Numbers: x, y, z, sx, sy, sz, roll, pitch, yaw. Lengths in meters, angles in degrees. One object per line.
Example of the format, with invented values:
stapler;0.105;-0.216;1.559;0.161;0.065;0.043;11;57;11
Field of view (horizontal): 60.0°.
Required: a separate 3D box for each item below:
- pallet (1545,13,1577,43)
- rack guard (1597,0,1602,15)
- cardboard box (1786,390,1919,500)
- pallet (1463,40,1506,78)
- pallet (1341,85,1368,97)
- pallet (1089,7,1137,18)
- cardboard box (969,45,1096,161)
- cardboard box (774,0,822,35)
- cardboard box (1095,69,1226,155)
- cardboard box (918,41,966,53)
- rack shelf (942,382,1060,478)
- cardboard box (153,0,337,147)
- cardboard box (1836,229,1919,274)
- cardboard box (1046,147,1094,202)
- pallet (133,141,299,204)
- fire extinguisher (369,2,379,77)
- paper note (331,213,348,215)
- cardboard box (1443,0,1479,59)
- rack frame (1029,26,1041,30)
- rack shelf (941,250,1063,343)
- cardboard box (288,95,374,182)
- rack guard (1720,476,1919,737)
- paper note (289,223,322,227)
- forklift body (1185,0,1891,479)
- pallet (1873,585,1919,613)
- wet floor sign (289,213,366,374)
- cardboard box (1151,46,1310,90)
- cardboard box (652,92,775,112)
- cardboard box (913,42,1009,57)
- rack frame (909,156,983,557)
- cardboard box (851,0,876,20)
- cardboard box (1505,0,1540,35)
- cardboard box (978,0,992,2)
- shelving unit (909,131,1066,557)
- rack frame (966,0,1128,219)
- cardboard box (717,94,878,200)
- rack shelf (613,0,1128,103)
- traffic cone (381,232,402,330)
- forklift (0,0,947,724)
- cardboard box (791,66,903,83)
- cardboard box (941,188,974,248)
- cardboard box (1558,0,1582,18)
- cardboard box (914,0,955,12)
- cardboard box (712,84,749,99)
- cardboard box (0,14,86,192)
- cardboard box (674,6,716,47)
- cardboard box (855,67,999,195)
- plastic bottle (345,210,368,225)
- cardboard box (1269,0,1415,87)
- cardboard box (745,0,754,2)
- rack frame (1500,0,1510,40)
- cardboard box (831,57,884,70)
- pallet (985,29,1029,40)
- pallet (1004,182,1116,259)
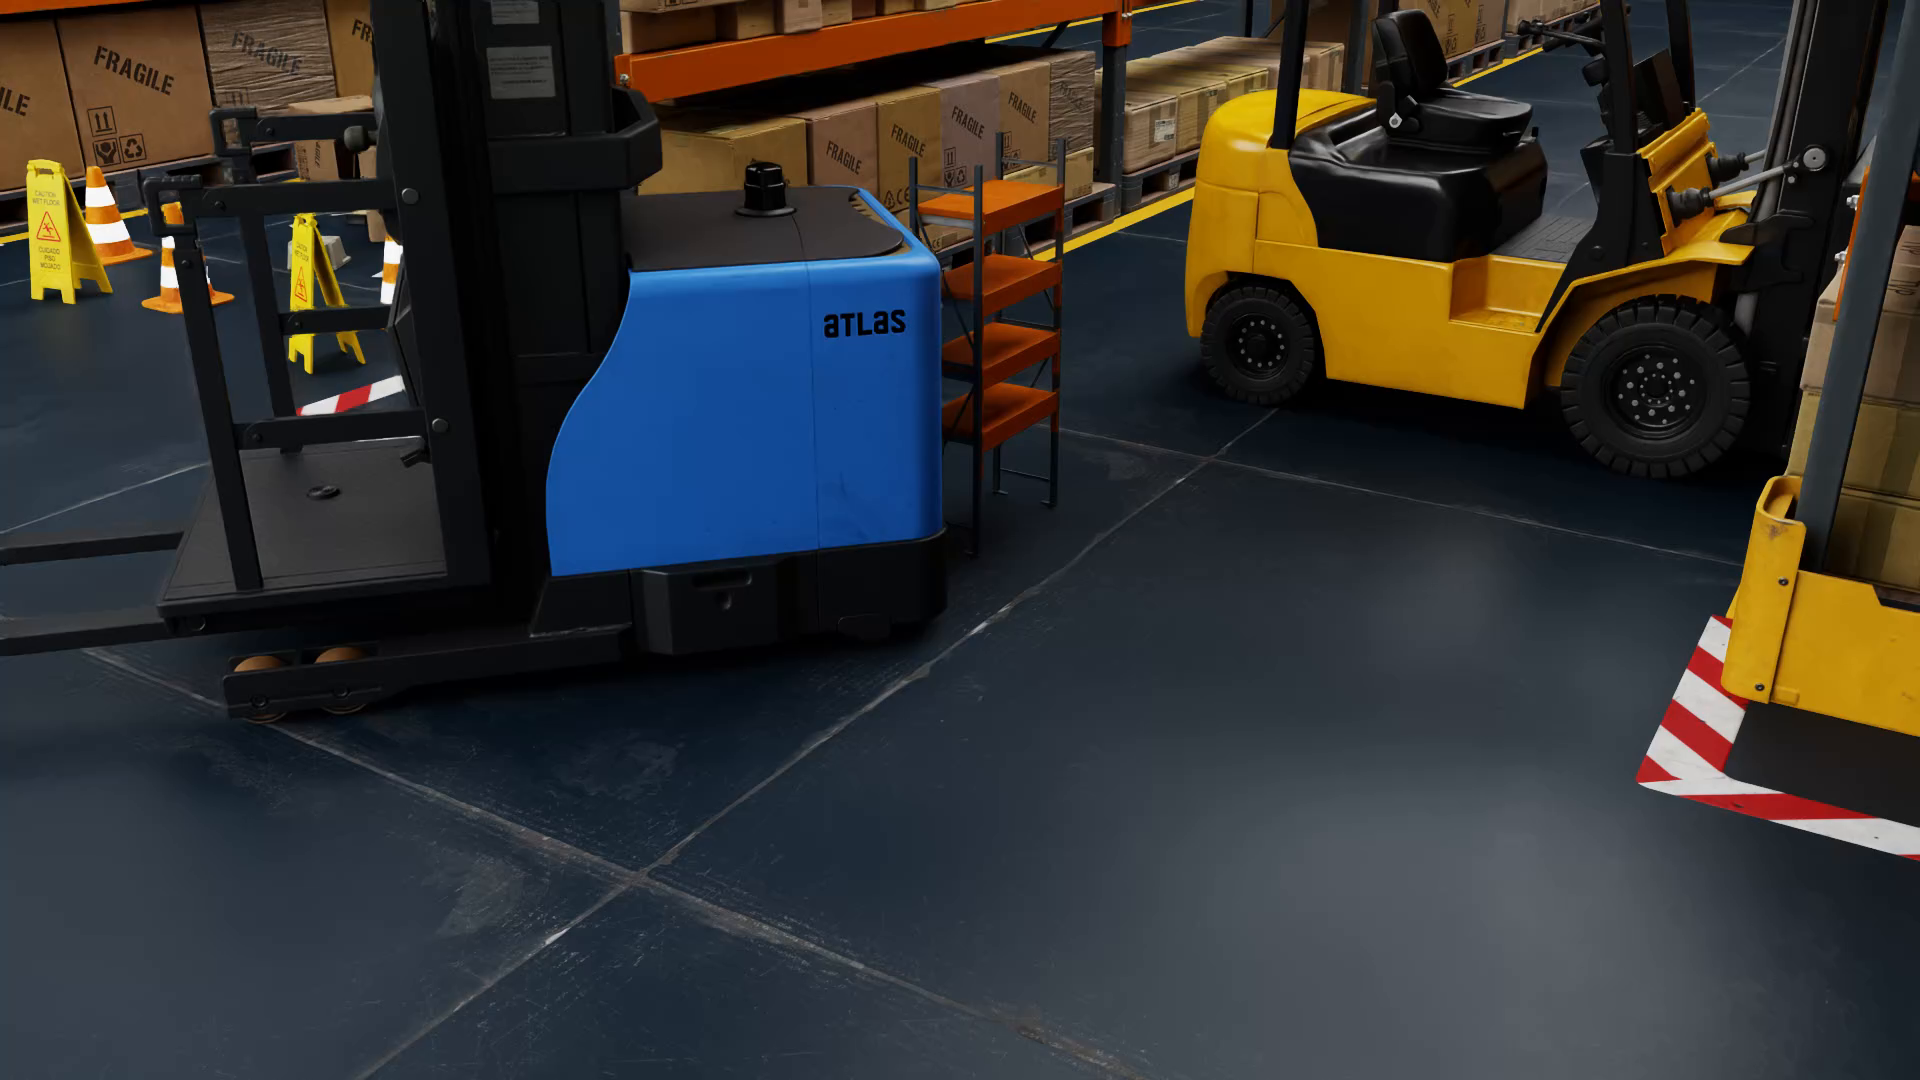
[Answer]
pallet;5.795;-5.388;17.431;1.003;0.211;1.213;14;27;29
rack guard;6.807;-6.225;19.001;1.175;0.500;0.348;14;27;29
cardboard box;2.565;-0.315;4.506;0.500;0.250;0.500;13;27;28
pallet;4.342;-4.458;15.283;1.003;0.211;1.213;14;27;29
pallet;3.055;-3.635;13.381;1.003;0.211;1.213;14;27;29
pallet;1.393;-6.385;19.734;1.003;0.211;1.213;14;27;29
cardboard box;0.381;-2.333;8.853;0.500;0.500;0.500;13;27;28
cardboard box;-0.787;-2.157;6.773;0.380;0.149;0.250;14;27;30
cardboard box;1.116;-2.722;10.541;0.950;0.372;0.625;16;28;32
cardboard box;-0.193;-2.715;8.917;0.380;0.149;0.250;14;27;30
rack shelf;0.087;-0.363;5.246;0.258;0.148;0.480;14;27;29
cardboard box;-4.657;-3.032;10.625;0.875;0.875;0.875;14;27;29
cardboard box;2.816;-0.709;4.787;0.500;0.250;0.500;14;27;30
cardboard box;0.381;-1.989;9.002;0.500;0.250;0.500;15;28;31
pallet;-4.904;-2.384;10.491;1.003;0.211;1.213;14;27;29
fire extinguisher;-2.097;-1.987;6.161;0.296;0.674;0.183;14;27;29
paper note;-3.556;-1.877;9.574;0.123;0.001;0.032;-12;26;-26
cardboard box;3.956;-4.699;14.476;0.875;0.875;0.875;15;27;30
rack frame;0.426;-7.018;17.685;1.000;3.000;0.127;14;27;29
rack shelf;0.087;-0.750;5.079;0.258;0.148;0.480;14;27;29
cardboard box;-3.741;-2.432;10.236;0.500;0.500;0.500;20;30;38
rack guard;2.561;0.230;4.089;1.175;0.500;0.348;14;27;29
paper note;-3.656;-1.763;9.287;0.142;0.017;0.144;-17;29;-35
forklift body;2.024;-1.558;6.142;2.313;2.155;1.214;14;27;29
pallet;2.941;0.087;4.782;1.003;0.211;1.213;14;27;29
wet floor sign;-2.655;-1.044;6.849;0.232;0.644;0.267;-17;29;-35
cardboard box;1.886;-3.212;11.672;0.950;0.372;0.625;13;27;28
cardboard box;-1.172;-1.741;7.485;0.500;0.500;0.500;15;28;31
cardboard box;-0.076;-2.447;9.115;0.500;0.500;0.500;15;28;31
rack frame;-0.041;-0.524;4.950;0.240;1.200;0.015;14;27;29
cardboard box;-0.591;-2.353;7.226;0.380;0.149;0.250;15;28;31
cardboard box;5.107;-5.221;16.230;0.875;0.438;0.875;13;27;28
cardboard box;0.021;-2.683;7.988;0.380;0.149;0.250;13;27;28
shelving unit;0.087;-0.607;5.141;0.258;1.200;0.503;14;27;29
rack frame;0.465;-3.314;9.130;1.000;3.000;0.127;14;27;29
cardboard box;-0.701;-1.639;7.249;0.500;0.500;0.500;13;26;27
rack shelf;-0.590;-2.309;7.714;1.077;0.370;4.000;14;27;29
traffic cone;-2.514;-1.215;7.475;0.336;0.463;0.334;14;27;29
forklift;-1.610;-1.115;4.137;3.031;2.935;1.130;-6;24;-13
cardboard box;-0.623;-2.089;8.288;0.500;0.500;0.500;15;28;32
cardboard box;-0.163;-1.637;8.188;0.500;0.250;0.500;14;27;30
cardboard box;6.056;-5.827;17.631;0.875;0.438;0.875;15;27;30
cardboard box;-0.244;-2.508;7.585;0.380;0.149;0.250;14;27;29
cardboard box;-1.172;-2.084;7.460;0.380;0.149;0.250;14;27;30
cardboard box;-5.602;-2.428;9.228;0.875;0.875;0.875;14;27;29
cardboard box;-1.169;-2.008;6.430;0.380;0.149;0.250;14;27;30
cardboard box;-0.154;-1.989;8.057;0.500;0.500;0.500;15;28;32
plastic bottle;-3.355;-1.848;9.442;0.133;0.061;0.283;5;24;11
cardboard box;3.010;-4.098;13.086;0.875;0.875;0.875;14;27;28
cardboard box;-0.889;-2.424;6.573;0.500;0.500;0.500;15;27;31
rack frame;4.685;-6.014;15.367;1.000;3.000;0.127;14;27;29
cardboard box;-0.602;-2.449;8.304;0.380;0.149;0.250;16;28;32
pallet;0.017;-5.475;17.631;1.003;0.211;1.213;14;27;29
pallet;0.140;-1.800;9.143;1.003;0.211;1.213;14;27;29
